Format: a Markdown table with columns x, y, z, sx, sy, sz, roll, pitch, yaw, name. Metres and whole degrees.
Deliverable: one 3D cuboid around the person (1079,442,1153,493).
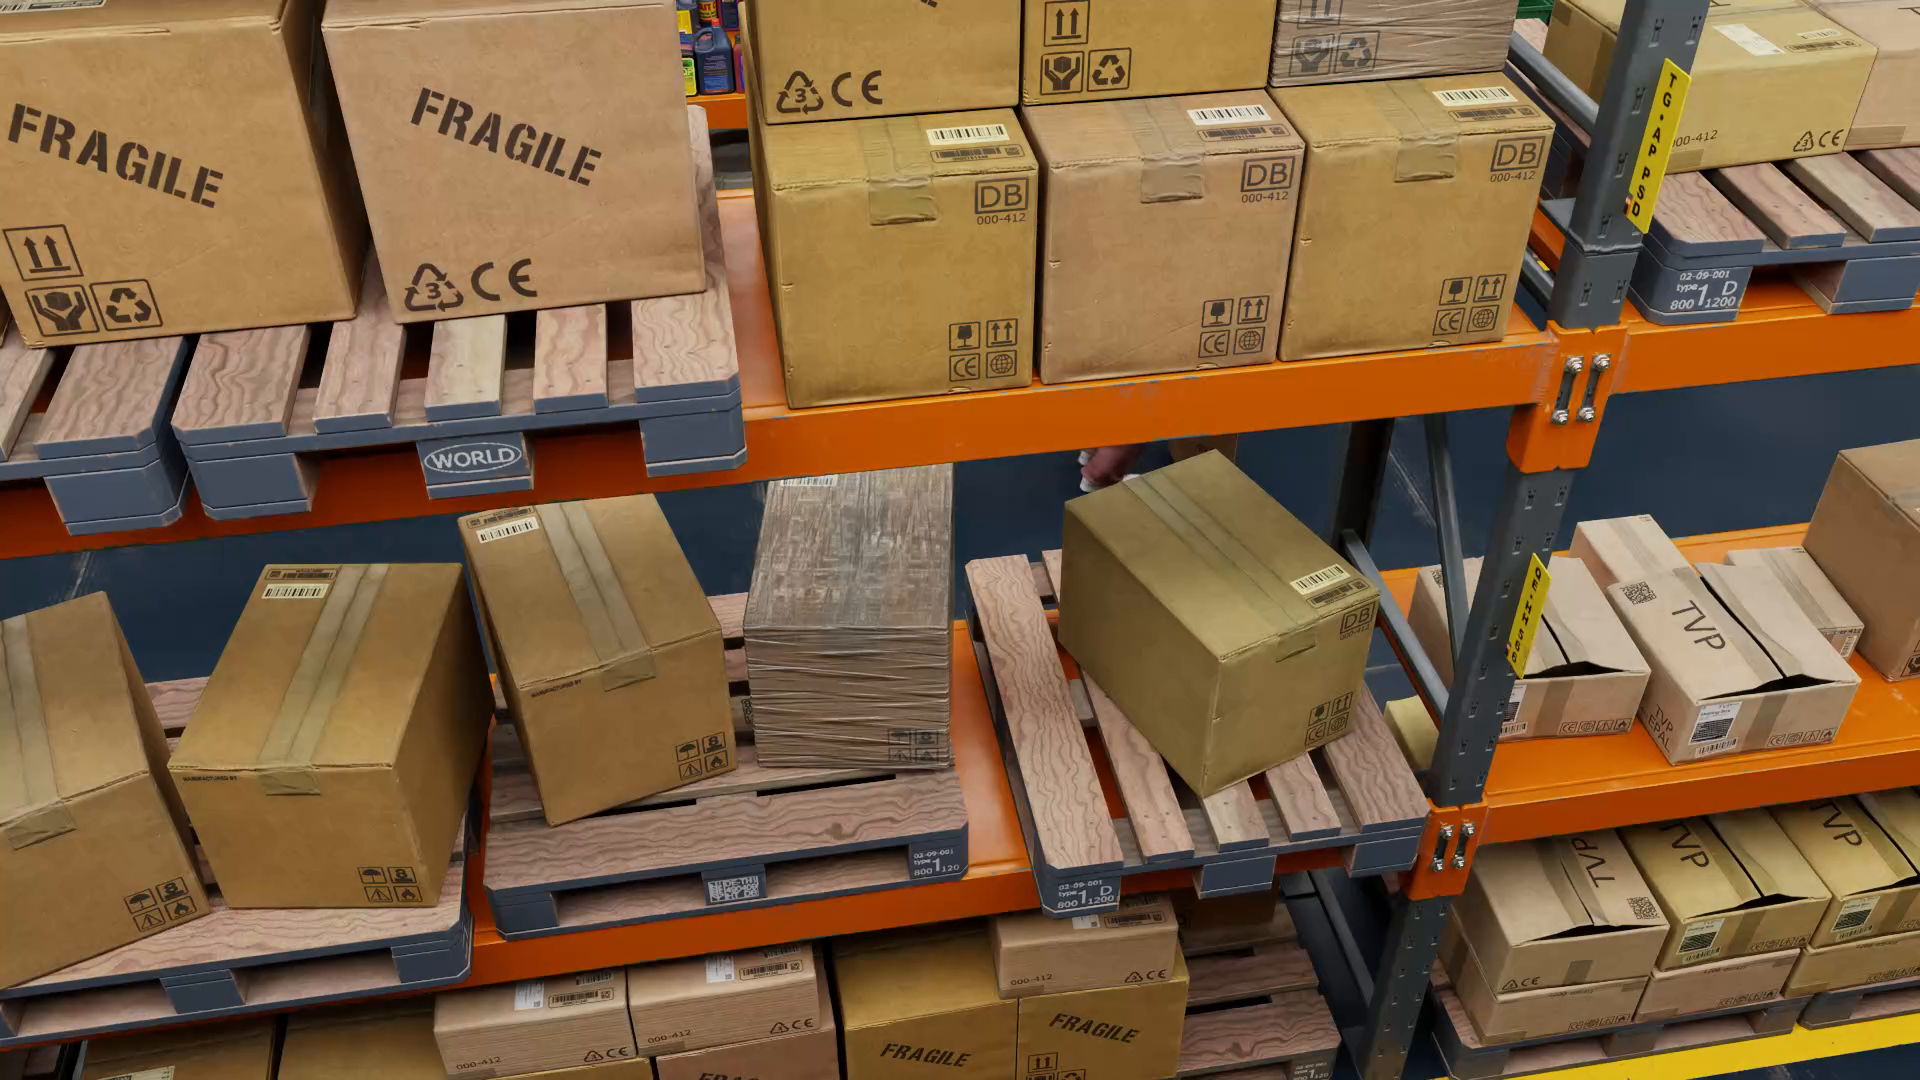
| x | y | z | sx | sy | sz | roll | pitch | yaw | name |
| --- | --- | --- | --- | --- | --- | --- | --- | --- | --- |
| 0.748 | -0.840 | 7.522 | 0.696 | 1.275 | 0.511 | -6 | 39 | -8 | person |
